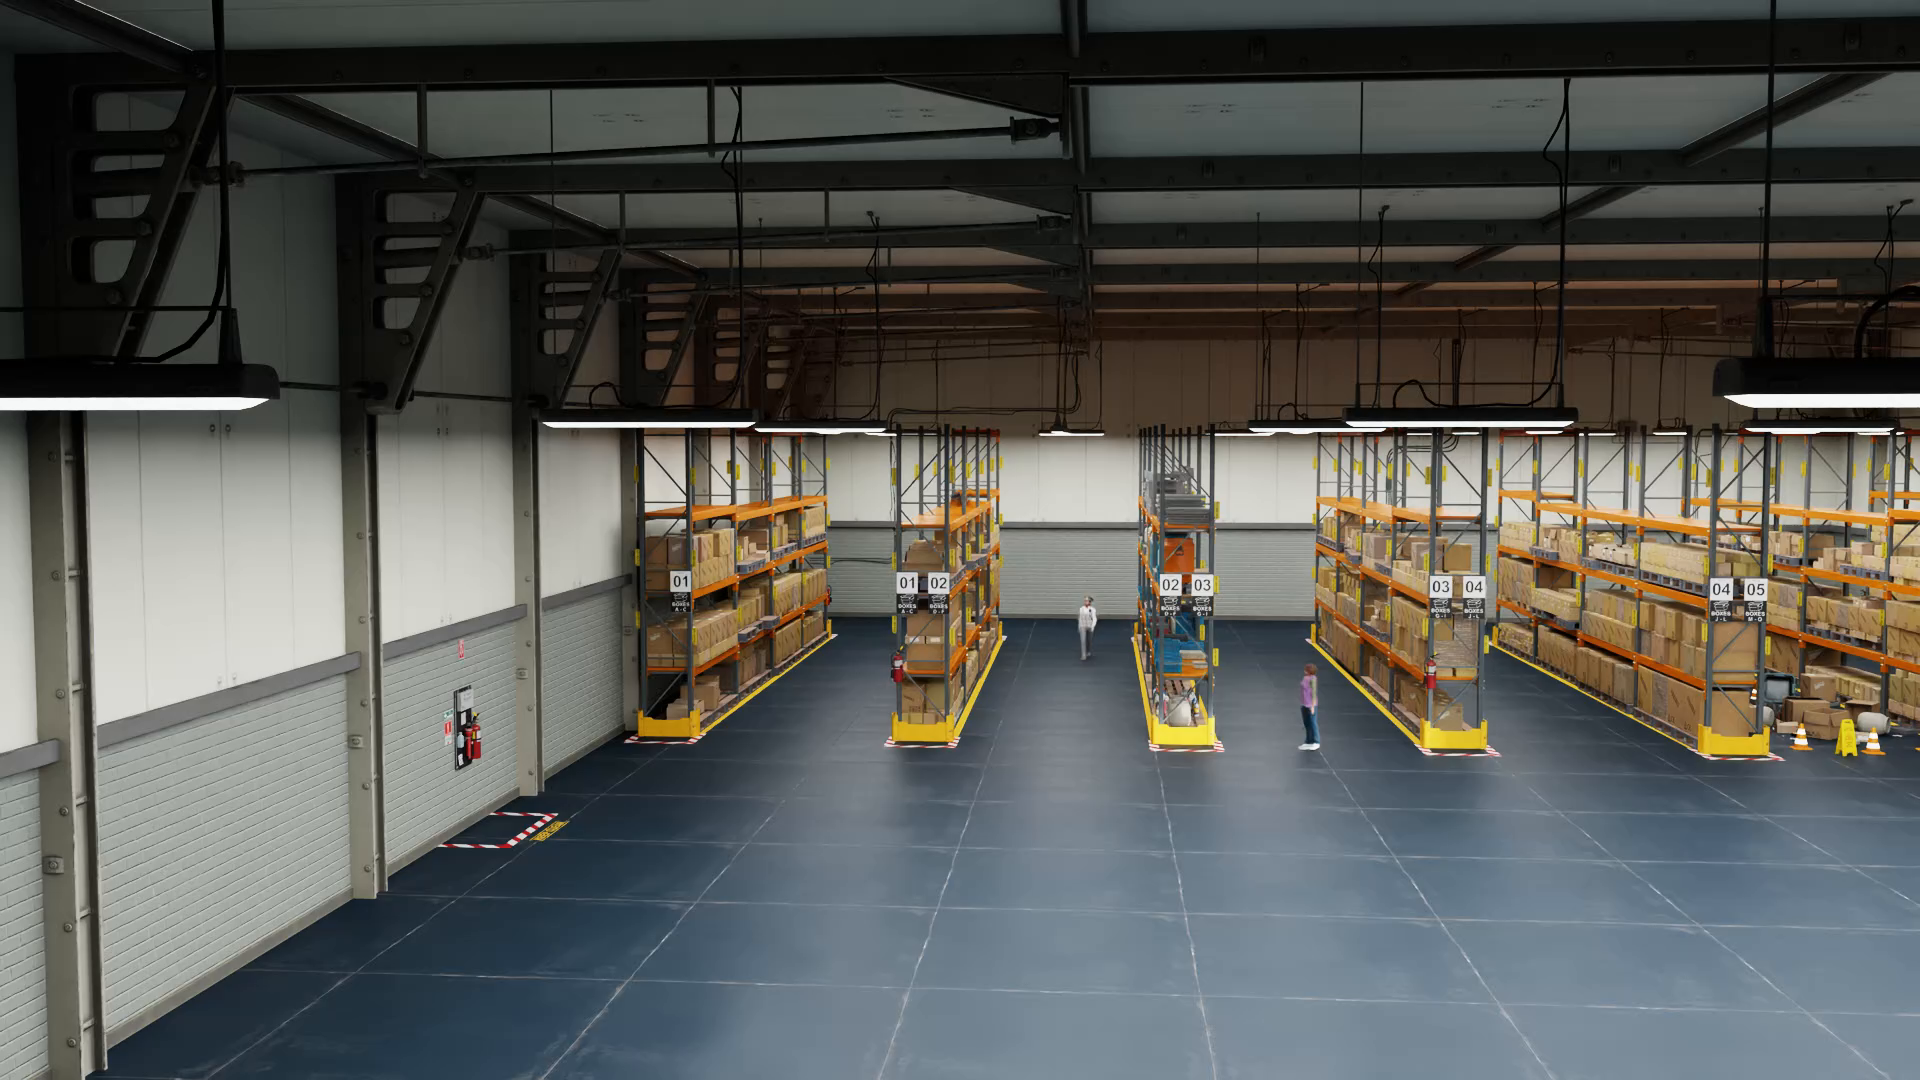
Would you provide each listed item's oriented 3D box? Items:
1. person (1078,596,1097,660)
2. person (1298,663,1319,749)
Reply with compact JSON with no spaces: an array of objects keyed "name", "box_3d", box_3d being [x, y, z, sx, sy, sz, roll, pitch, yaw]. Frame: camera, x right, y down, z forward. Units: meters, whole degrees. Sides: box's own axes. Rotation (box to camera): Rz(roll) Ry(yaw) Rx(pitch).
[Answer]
[{"name":"person","box_3d":[3.307,2.265,43.163,0.476,1.640,0.995,0,3,2]},{"name":"person","box_3d":[6.447,3.066,30.613,0.394,1.619,0.501,-2,4,-26]}]
